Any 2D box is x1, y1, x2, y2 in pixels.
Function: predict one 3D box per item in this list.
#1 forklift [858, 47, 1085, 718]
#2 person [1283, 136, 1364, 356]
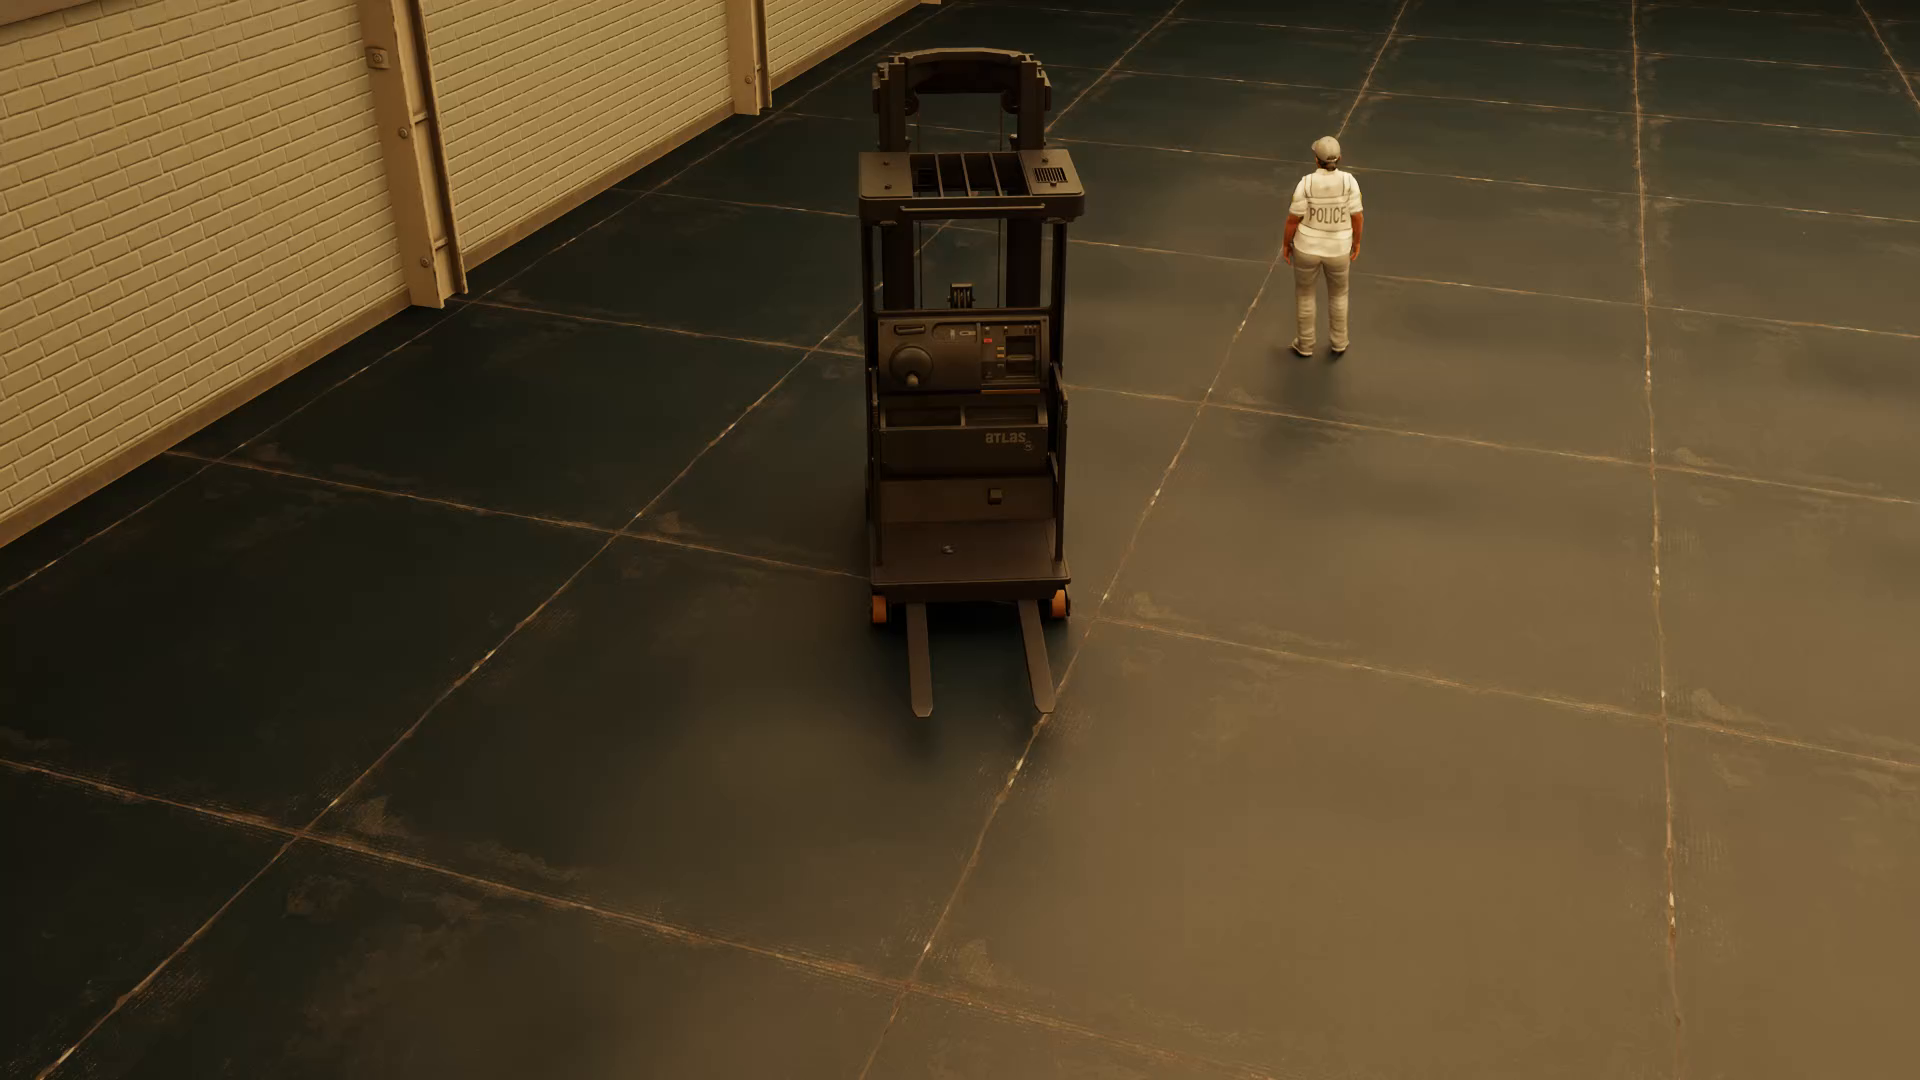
[{"bbox_3d":[0.035,-0.972,8.842,1.130,2.935,3.031,-2,30,-3],"label":"forklift"},{"bbox_3d":[2.660,-2.158,12.184,0.598,1.670,0.530,3,30,5],"label":"person"}]
